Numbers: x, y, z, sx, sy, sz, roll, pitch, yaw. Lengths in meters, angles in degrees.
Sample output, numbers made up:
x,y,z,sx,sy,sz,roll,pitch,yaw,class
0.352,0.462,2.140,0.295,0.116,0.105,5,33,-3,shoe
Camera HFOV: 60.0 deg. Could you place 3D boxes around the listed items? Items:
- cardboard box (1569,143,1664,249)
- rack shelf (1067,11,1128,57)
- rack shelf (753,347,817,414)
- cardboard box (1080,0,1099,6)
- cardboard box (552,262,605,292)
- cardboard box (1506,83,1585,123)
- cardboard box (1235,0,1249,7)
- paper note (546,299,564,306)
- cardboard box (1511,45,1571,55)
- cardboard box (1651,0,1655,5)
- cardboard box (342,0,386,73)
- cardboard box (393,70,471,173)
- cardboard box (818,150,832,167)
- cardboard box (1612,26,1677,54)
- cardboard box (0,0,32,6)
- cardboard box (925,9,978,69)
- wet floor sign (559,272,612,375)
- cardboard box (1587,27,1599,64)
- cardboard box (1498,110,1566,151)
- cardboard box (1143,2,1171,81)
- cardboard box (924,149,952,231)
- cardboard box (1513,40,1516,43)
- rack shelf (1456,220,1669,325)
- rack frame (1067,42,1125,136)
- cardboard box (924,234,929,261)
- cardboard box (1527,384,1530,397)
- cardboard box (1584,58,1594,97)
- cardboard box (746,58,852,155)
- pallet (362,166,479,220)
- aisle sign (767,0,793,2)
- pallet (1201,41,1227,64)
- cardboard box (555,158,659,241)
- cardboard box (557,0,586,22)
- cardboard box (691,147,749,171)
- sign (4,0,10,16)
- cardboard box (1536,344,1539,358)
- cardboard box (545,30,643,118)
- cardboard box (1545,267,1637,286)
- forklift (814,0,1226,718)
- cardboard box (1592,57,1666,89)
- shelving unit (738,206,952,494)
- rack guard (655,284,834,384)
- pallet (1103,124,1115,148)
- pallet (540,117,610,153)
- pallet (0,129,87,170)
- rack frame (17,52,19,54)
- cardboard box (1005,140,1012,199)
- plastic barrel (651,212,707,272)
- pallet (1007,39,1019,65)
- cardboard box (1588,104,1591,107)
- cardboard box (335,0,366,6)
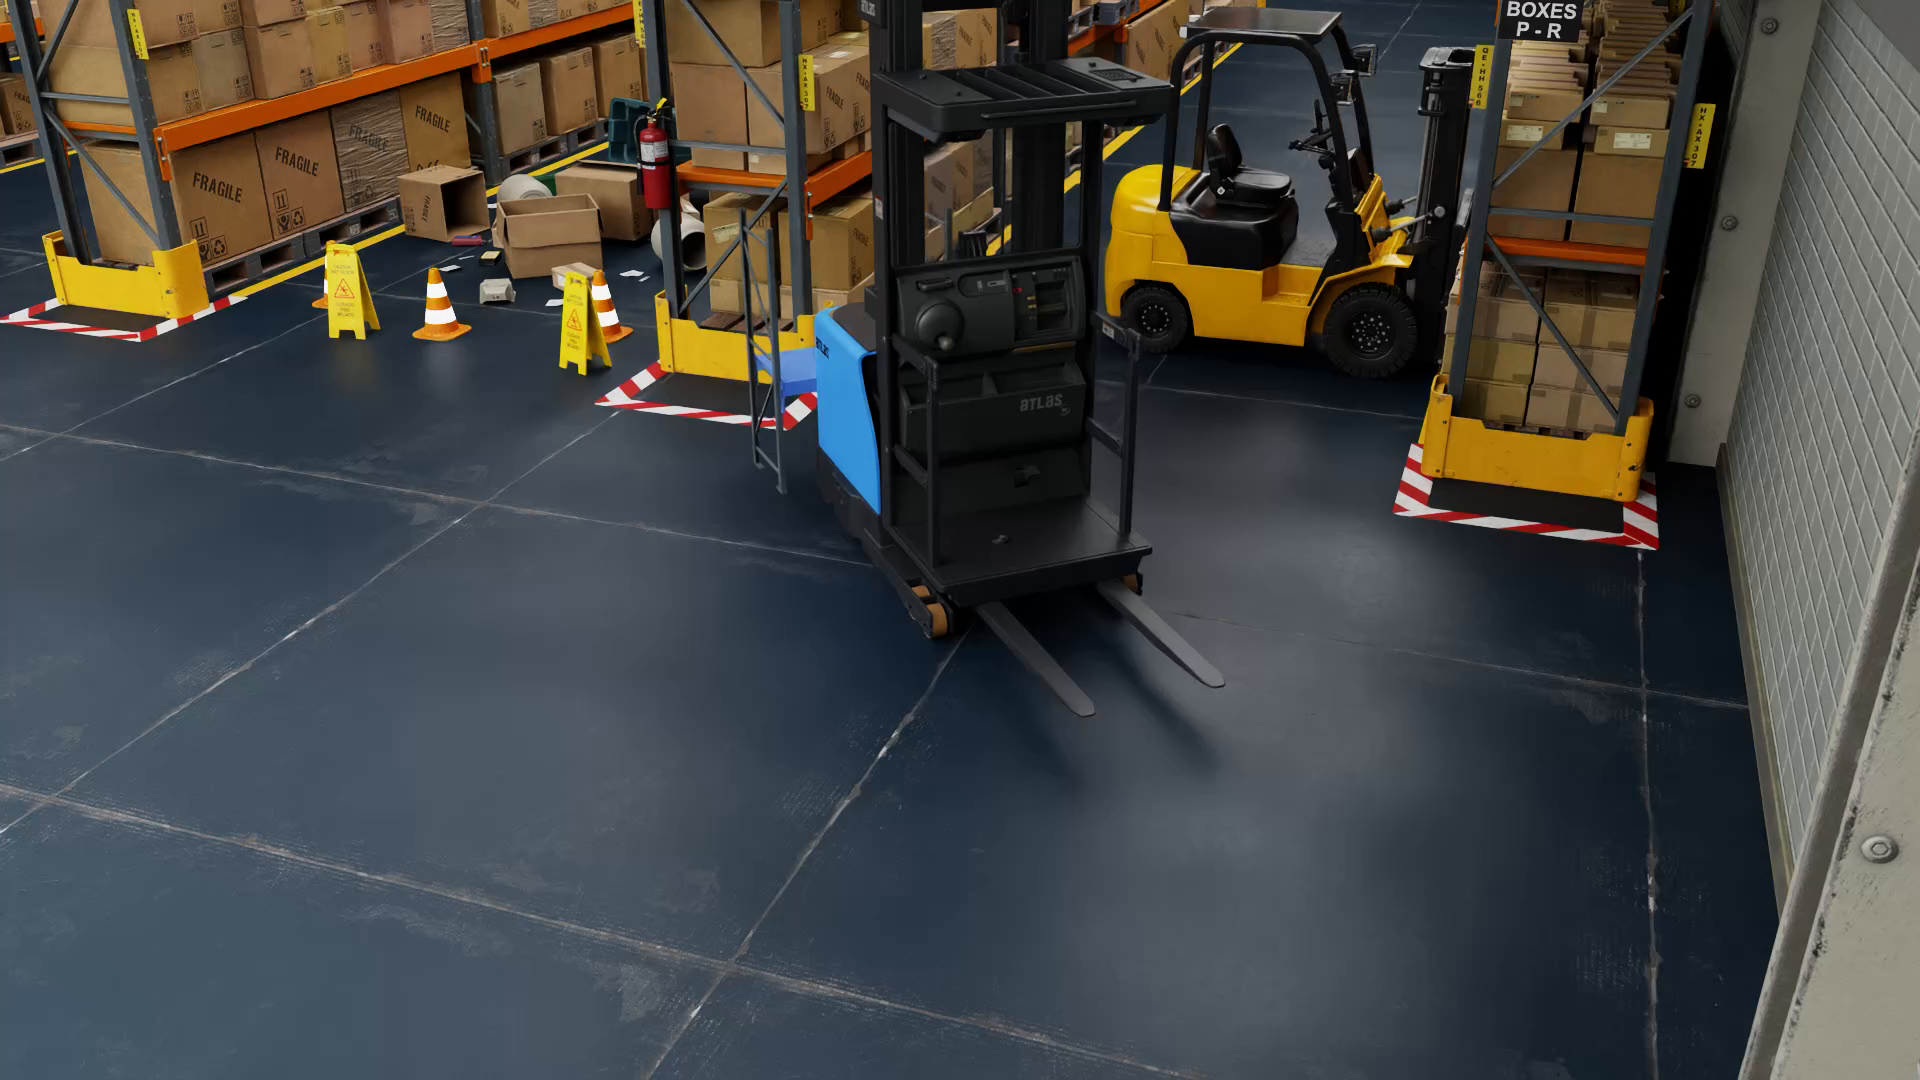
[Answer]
x,y,z,sx,sy,sz,roll,pitch,yaw,class
3.673,-1.926,9.170,0.500,0.500,0.500,10,27,19,cardboard box
0.561,-4.577,15.588,1.077,0.370,4.000,9,27,17,rack shelf
-0.623,-0.963,9.426,1.000,0.185,0.538,-11,28,-22,rack shelf
1.107,-5.182,15.817,0.380,0.149,0.250,9,27,18,cardboard box
-2.905,-1.984,12.676,0.250,0.149,0.380,-20,33,-36,cardboard box
3.167,-2.366,8.994,0.380,0.149,0.250,9,27,18,cardboard box
3.467,-7.383,23.016,0.875,0.438,0.875,9,27,19,cardboard box
-2.998,-1.776,12.384,0.148,0.019,0.142,0,26,-1,paper note
3.497,-2.905,10.107,0.380,0.149,0.250,9,27,18,cardboard box
5.292,-4.223,13.171,0.380,0.149,0.250,9,27,17,cardboard box
-5.370,-4.236,13.884,0.875,0.550,0.550,9,27,17,cardboard box
-5.081,-3.740,14.989,0.875,0.875,0.875,9,27,18,cardboard box
-1.057,-2.538,10.838,0.380,0.149,0.250,9,27,18,cardboard box
4.429,-3.233,10.786,0.380,0.149,0.250,8,27,17,cardboard box
-9.658,-5.519,16.251,0.875,0.500,0.500,9,27,17,cardboard box
-0.183,-3.827,12.756,0.500,0.500,0.500,10,27,19,cardboard box
-2.508,-1.453,11.011,0.267,0.644,0.232,20,32,35,wet floor sign
4.988,-3.690,12.527,0.500,0.250,0.500,8,27,17,cardboard box
3.097,-2.237,9.070,0.380,0.149,0.250,9,27,18,cardboard box
1.835,-5.594,18.817,0.875,0.875,0.875,9,27,18,cardboard box
-0.385,-2.667,12.629,0.500,0.500,0.500,10,28,20,cardboard box
3.931,-3.426,11.184,0.380,0.149,0.250,9,27,19,cardboard box
3.912,-2.215,10.709,1.077,0.370,4.000,9,27,17,rack shelf
1.226,-5.723,17.128,1.000,3.000,0.127,9,27,17,rack frame
-0.560,-2.113,12.346,0.500,0.250,0.500,11,28,21,cardboard box
3.279,-1.111,10.275,0.500,0.250,0.500,9,27,17,cardboard box
4.514,-2.978,11.344,0.500,0.500,0.500,9,27,18,cardboard box
-1.017,-2.769,10.571,0.500,0.500,0.500,8,27,17,cardboard box
-5.133,-3.199,15.116,1.003,0.211,1.213,9,27,17,pallet
-1.164,-3.535,9.626,0.394,0.787,0.004,9,27,17,aisle sign
2.884,-6.413,21.753,1.003,0.211,1.213,9,27,17,pallet
-2.935,-2.848,13.898,0.797,0.637,0.503,9,27,17,cardboard box
-4.041,-5.390,16.326,0.500,0.500,0.500,9,27,17,cardboard box
-1.513,-2.507,10.774,0.380,0.149,0.250,10,27,19,cardboard box
-6.644,-3.824,11.605,0.100,0.325,0.005,9,27,17,sign
3.755,-1.265,10.019,0.500,0.250,0.500,8,27,17,cardboard box
-4.050,-4.979,17.691,1.050,0.750,0.750,9,27,18,cardboard box
3.748,-1.495,9.921,0.500,0.250,0.500,9,27,18,cardboard box
0.236,-1.066,7.589,1.130,2.935,3.031,-10,28,-20,forklift
3.913,-2.720,9.725,0.380,0.149,0.250,10,27,19,cardboard box
-0.623,-1.125,9.348,1.048,1.500,0.538,-11,28,-22,shelving unit
-1.410,-1.342,10.947,1.175,0.500,0.348,9,27,17,rack guard
0.965,-4.147,17.073,1.003,0.211,1.213,9,27,17,pallet
-4.216,-4.332,17.454,1.003,0.211,1.213,9,27,17,pallet
-9.640,-3.980,16.728,1.003,0.211,1.213,9,27,17,pallet
-12.789,-7.879,21.580,1.000,3.000,0.127,9,27,17,rack frame
0.068,-3.302,14.660,0.950,0.372,0.625,9,27,18,cardboard box
-2.176,-2.344,13.106,0.421,0.421,0.512,-14,29,-27,plastic barrel
0.287,-4.286,14.380,1.003,0.211,1.213,9,27,17,pallet
3.717,-2.370,9.344,0.380,0.149,0.250,8,27,17,cardboard box
-5.344,-4.718,13.640,0.875,0.550,0.550,9,27,17,cardboard box
